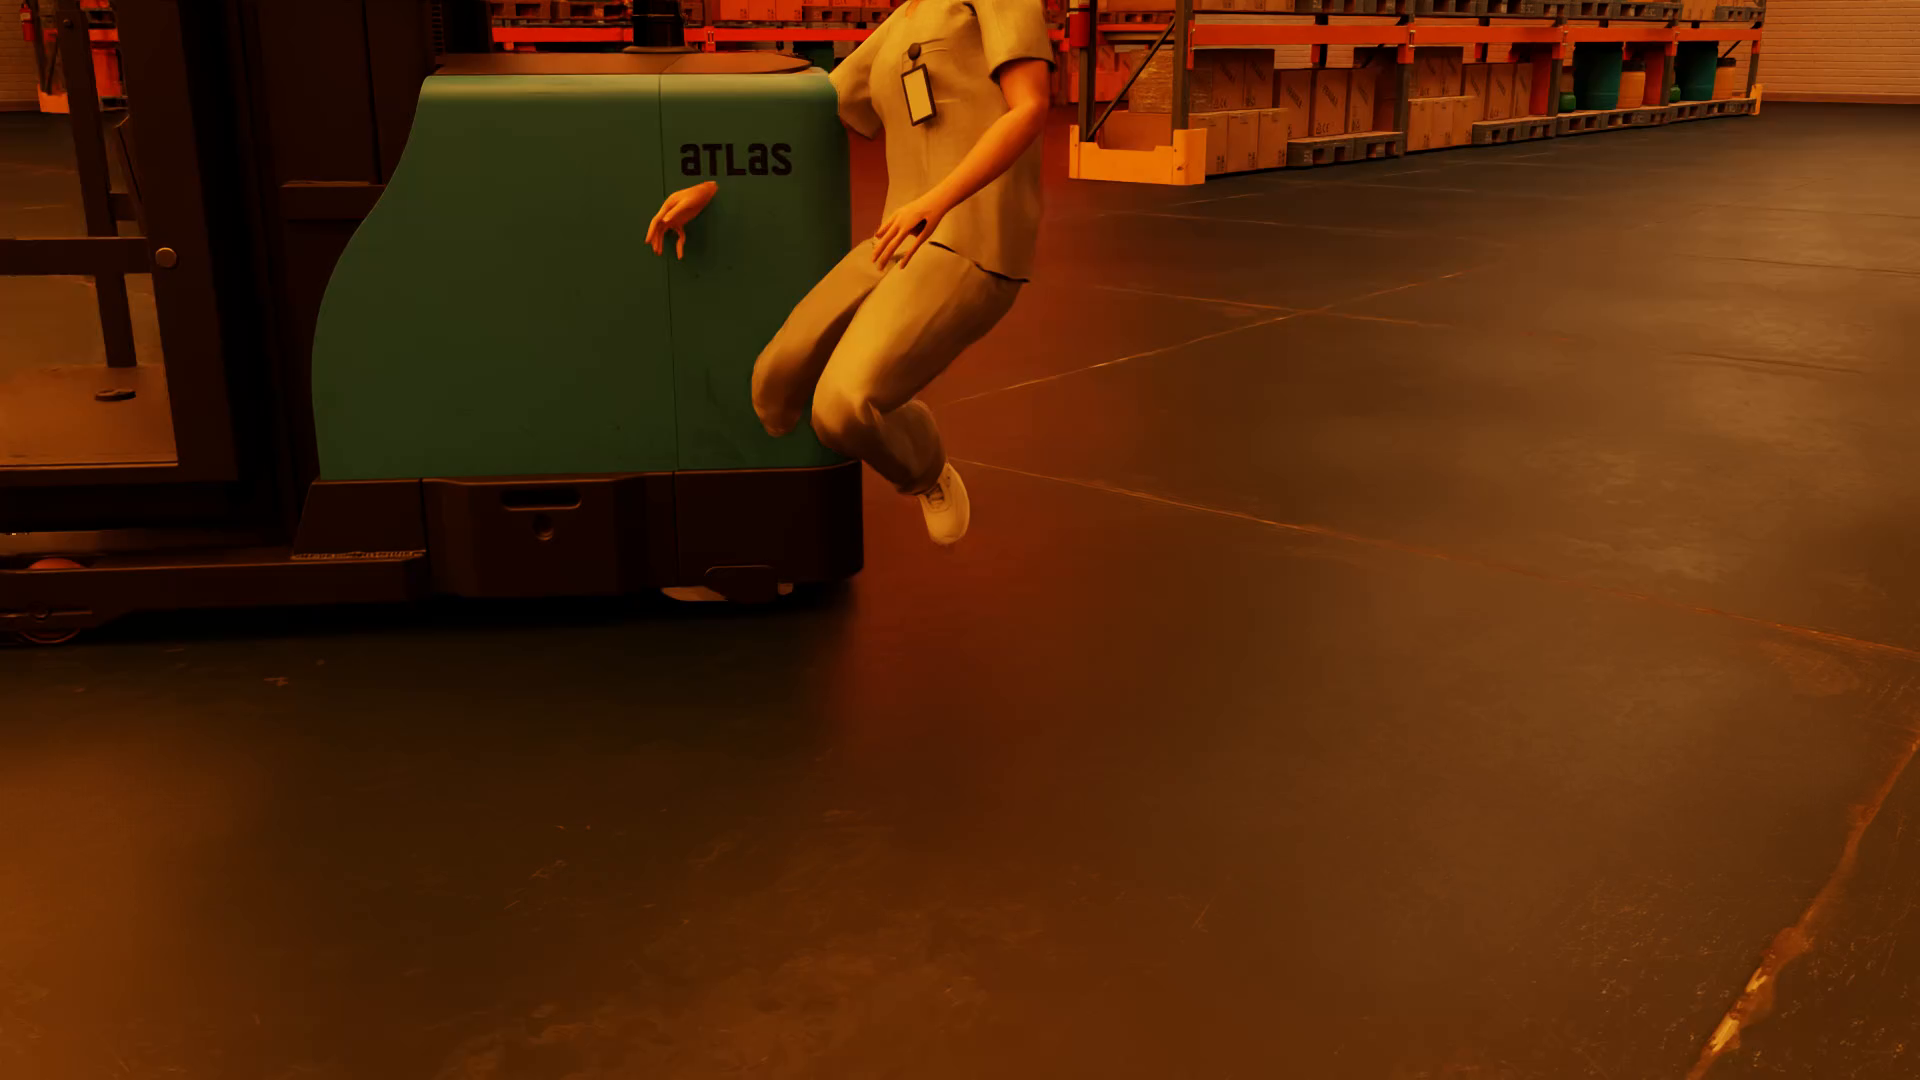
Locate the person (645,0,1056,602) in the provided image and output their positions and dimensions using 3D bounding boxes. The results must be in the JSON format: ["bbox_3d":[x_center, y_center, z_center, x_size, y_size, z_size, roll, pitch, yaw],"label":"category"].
[{"bbox_3d":[-0.200,-0.553,3.144,0.697,1.518,0.719,-10,19,-29],"label":"person"}]

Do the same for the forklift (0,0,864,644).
[{"bbox_3d":[-1.756,-1.354,3.355,3.031,2.935,1.130,-2,17,-6],"label":"forklift"}]
